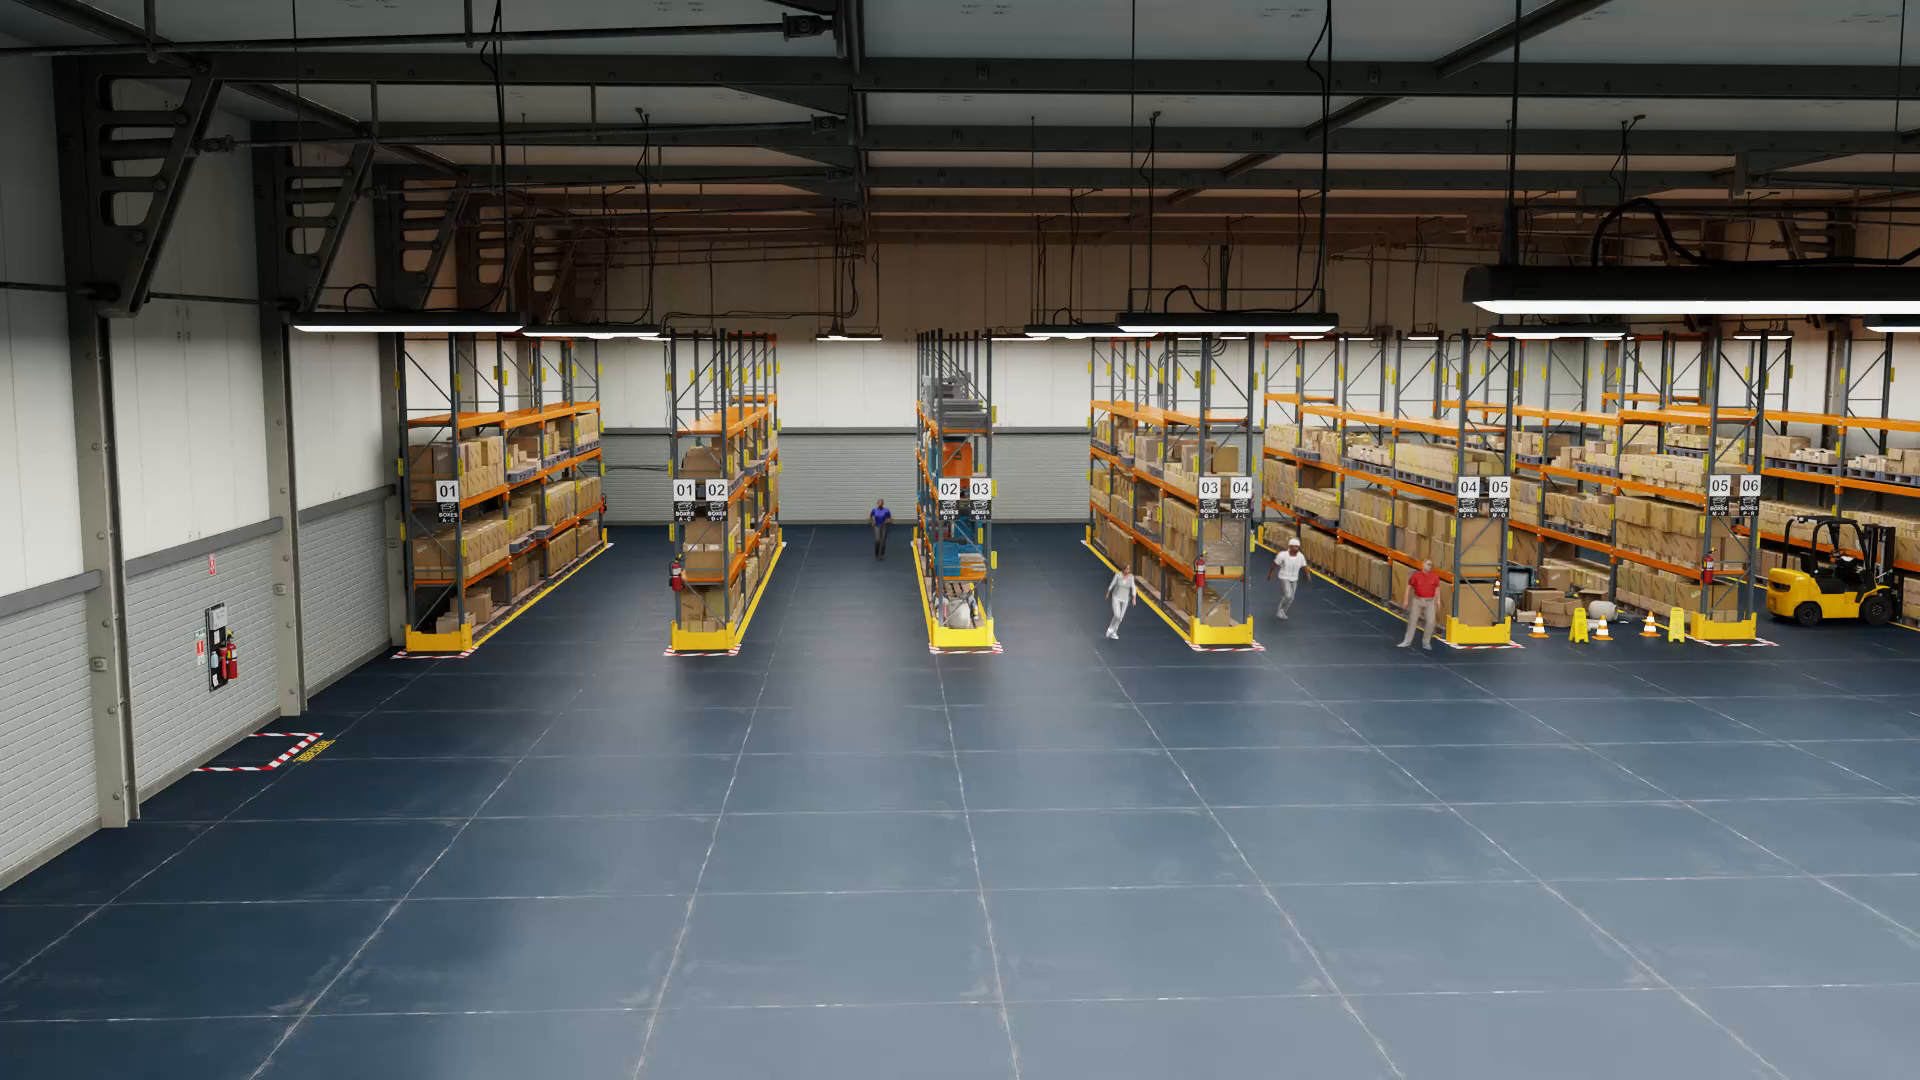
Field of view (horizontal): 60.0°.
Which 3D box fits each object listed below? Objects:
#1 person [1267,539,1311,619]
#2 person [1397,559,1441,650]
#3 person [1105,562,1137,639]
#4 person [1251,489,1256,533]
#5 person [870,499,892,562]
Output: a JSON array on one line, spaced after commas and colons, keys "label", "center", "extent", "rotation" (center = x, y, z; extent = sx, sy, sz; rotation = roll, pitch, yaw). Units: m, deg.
[{"label": "person", "center": [6.843, 0.812, 34.359], "extent": [0.665, 1.705, 0.843], "rotation": [-3, 7, -21]}, {"label": "person", "center": [8.658, 1.221, 31.334], "extent": [0.767, 1.761, 0.445], "rotation": [0, 7, 2]}, {"label": "person", "center": [3.119, 1.174, 32.170], "extent": [0.533, 1.541, 0.642], "rotation": [-2, 7, -14]}, {"label": "person", "center": [8.615, -0.933, 49.635], "extent": [0.524, 1.636, 0.723], "rotation": [4, 8, 32]}, {"label": "person", "center": [-2.076, -0.251, 43.854], "extent": [0.576, 1.690, 0.725], "rotation": [0, 7, -4]}]
